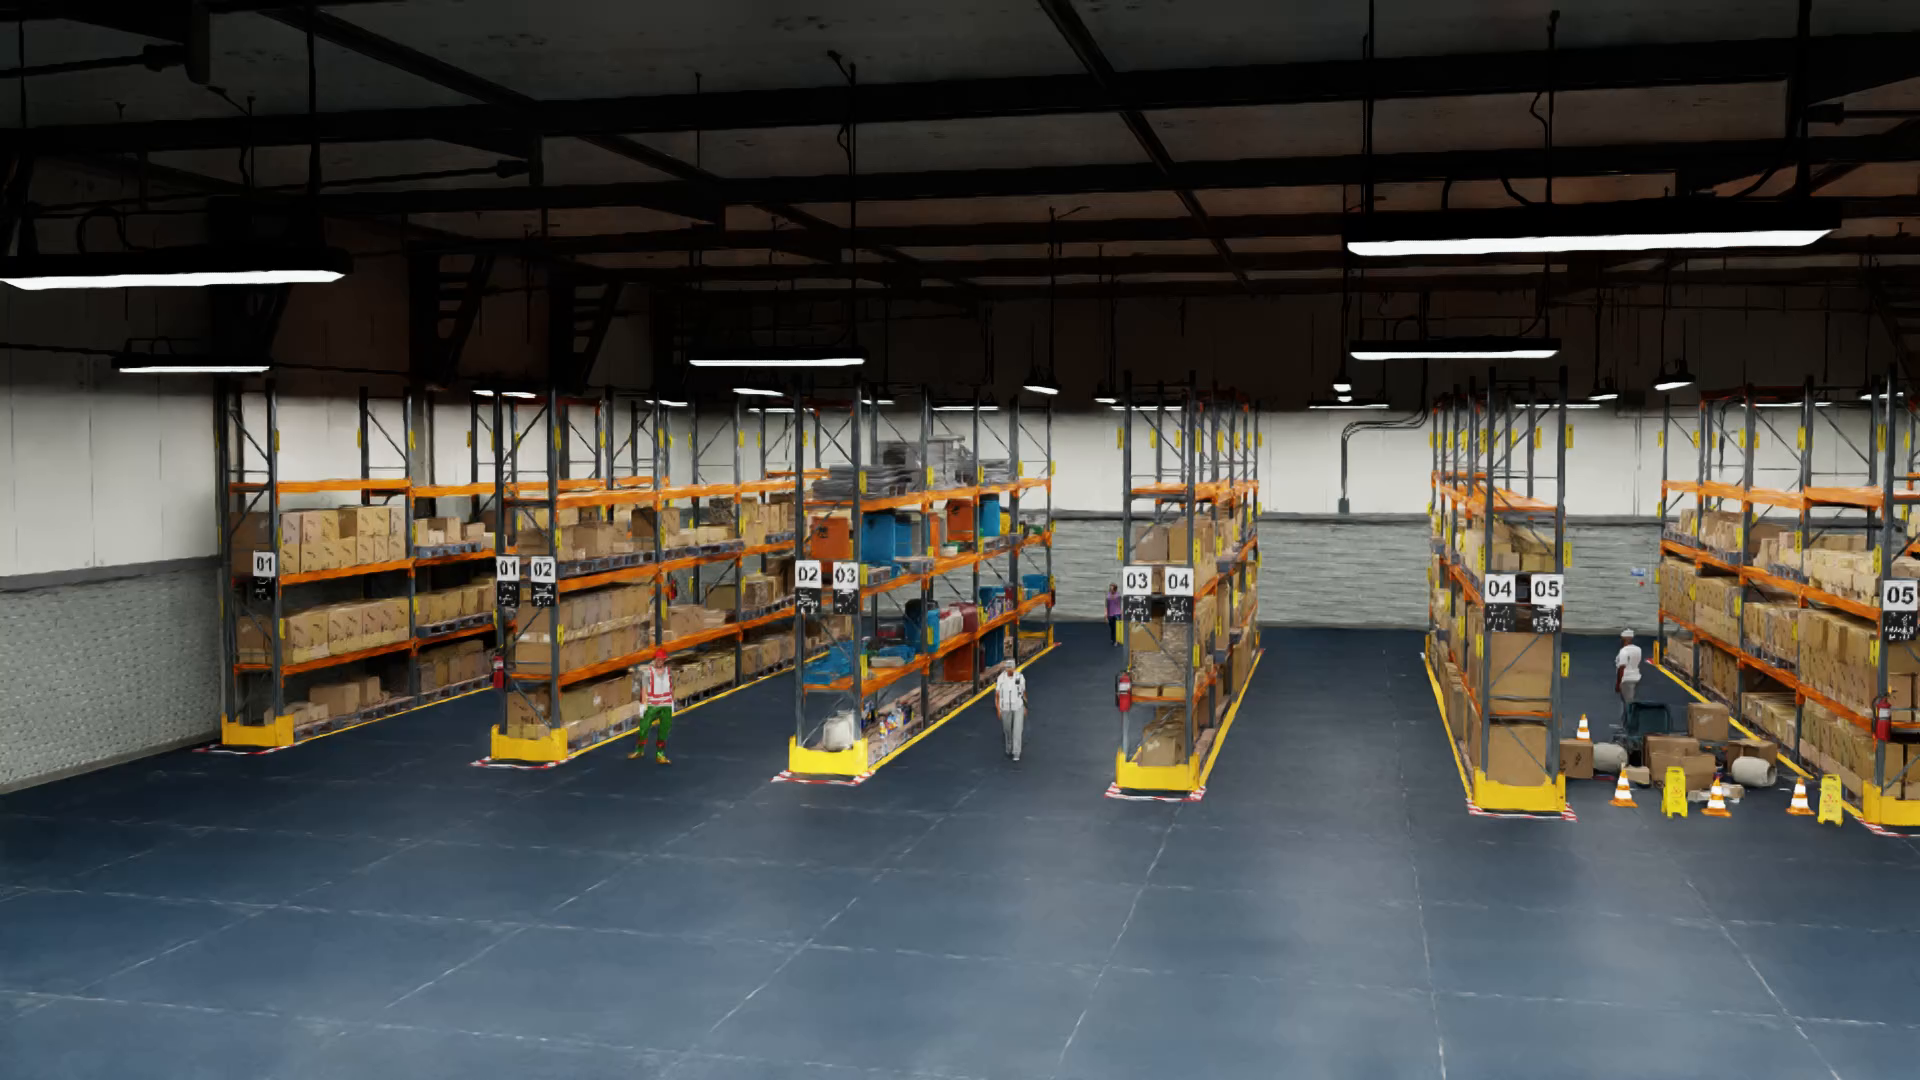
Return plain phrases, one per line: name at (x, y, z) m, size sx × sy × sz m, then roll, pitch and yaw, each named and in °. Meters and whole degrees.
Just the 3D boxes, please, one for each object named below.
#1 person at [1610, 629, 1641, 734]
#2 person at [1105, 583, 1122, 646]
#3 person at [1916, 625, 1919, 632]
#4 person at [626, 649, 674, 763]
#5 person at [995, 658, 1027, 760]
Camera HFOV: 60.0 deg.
person at (11.384, 2.398, 28.438) m, size 0.580 × 1.763 × 0.673 m, roll 3°, pitch 5°, yaw 43°
person at (3.737, 1.796, 40.571) m, size 0.417 × 1.517 × 1.037 m, roll 1°, pitch 4°, yaw 16°
person at (17.479, 2.336, 30.549) m, size 0.563 × 1.639 × 0.589 m, roll 3°, pitch 4°, yaw 37°
person at (-4.781, 2.567, 25.765) m, size 0.739 × 1.780 × 0.531 m, roll -2°, pitch 4°, yaw -25°
person at (0.800, 2.626, 26.153) m, size 0.496 × 1.580 × 1.091 m, roll 1°, pitch 3°, yaw 11°
